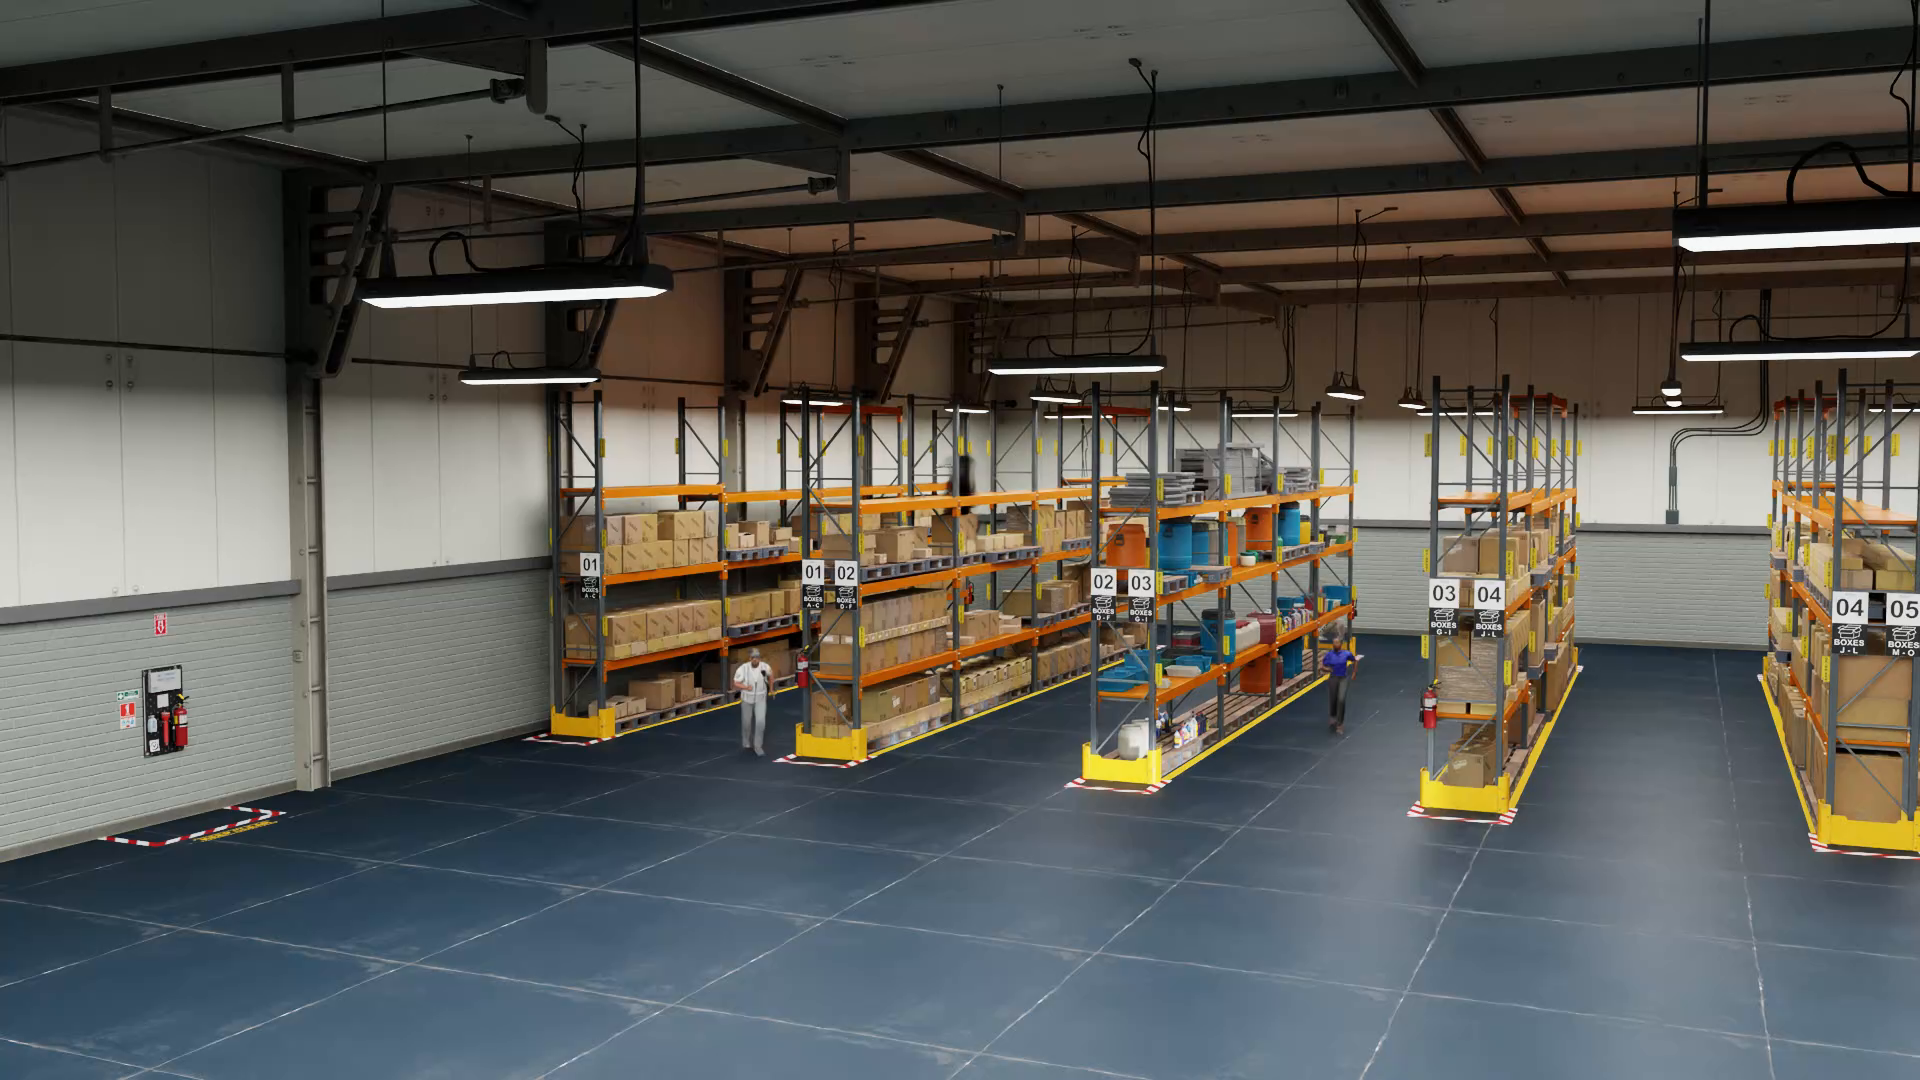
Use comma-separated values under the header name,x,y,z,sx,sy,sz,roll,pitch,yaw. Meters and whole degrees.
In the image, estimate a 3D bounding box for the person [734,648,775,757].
name,x,y,z,sx,sy,sz,roll,pitch,yaw
person,-3.386,2.633,27.348,0.682,1.770,0.943,-1,3,-11

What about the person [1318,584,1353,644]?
name,x,y,z,sx,sy,sz,roll,pitch,yaw
person,9.670,1.885,42.793,0.661,1.571,1.078,-3,4,-39

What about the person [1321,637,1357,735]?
name,x,y,z,sx,sy,sz,roll,pitch,yaw
person,6.724,2.597,29.483,0.600,1.609,0.894,1,3,20
